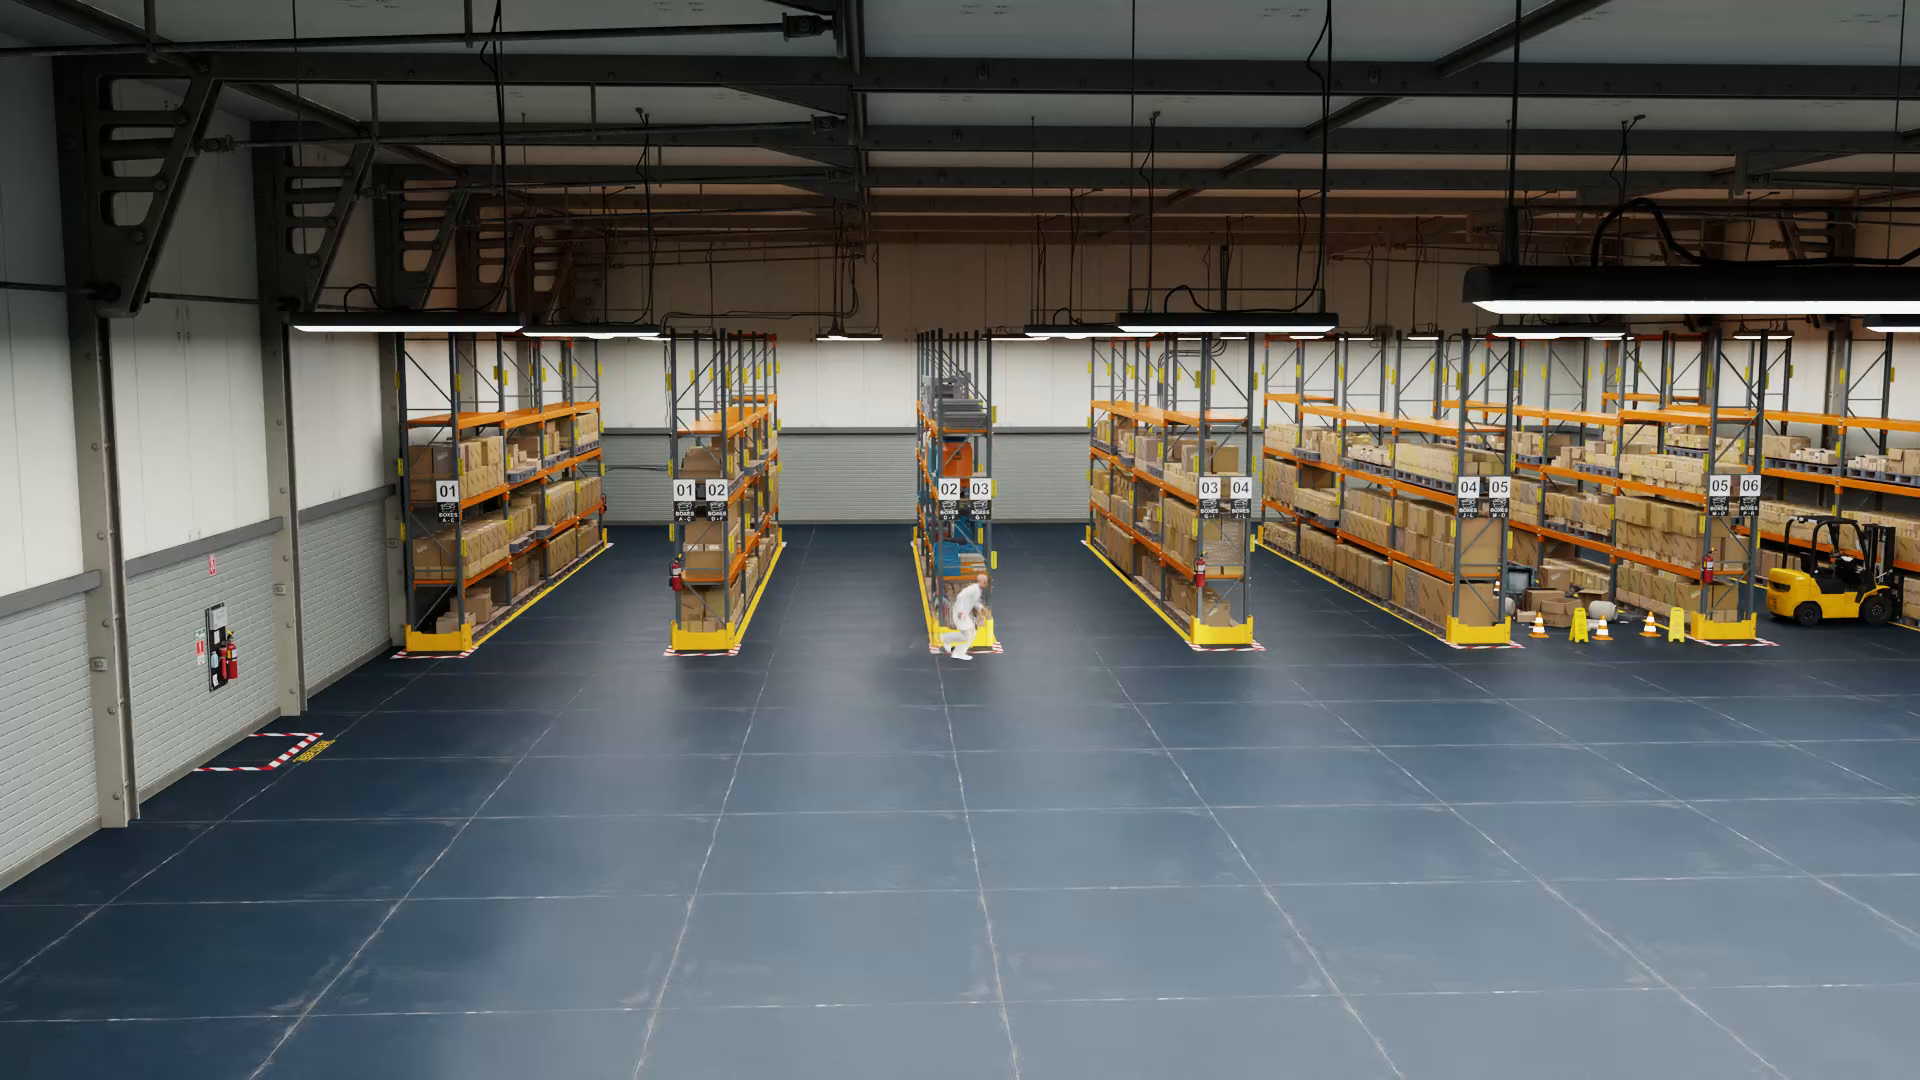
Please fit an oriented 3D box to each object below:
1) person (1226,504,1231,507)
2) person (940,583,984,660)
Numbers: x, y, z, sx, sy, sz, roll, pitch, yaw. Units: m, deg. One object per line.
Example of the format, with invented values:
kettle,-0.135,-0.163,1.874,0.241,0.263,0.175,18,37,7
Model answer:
person,7.623,-0.833,48.318,0.705,1.728,0.663,0,7,4
person,0.000,1.477,30.219,0.784,1.427,0.731,2,7,20
